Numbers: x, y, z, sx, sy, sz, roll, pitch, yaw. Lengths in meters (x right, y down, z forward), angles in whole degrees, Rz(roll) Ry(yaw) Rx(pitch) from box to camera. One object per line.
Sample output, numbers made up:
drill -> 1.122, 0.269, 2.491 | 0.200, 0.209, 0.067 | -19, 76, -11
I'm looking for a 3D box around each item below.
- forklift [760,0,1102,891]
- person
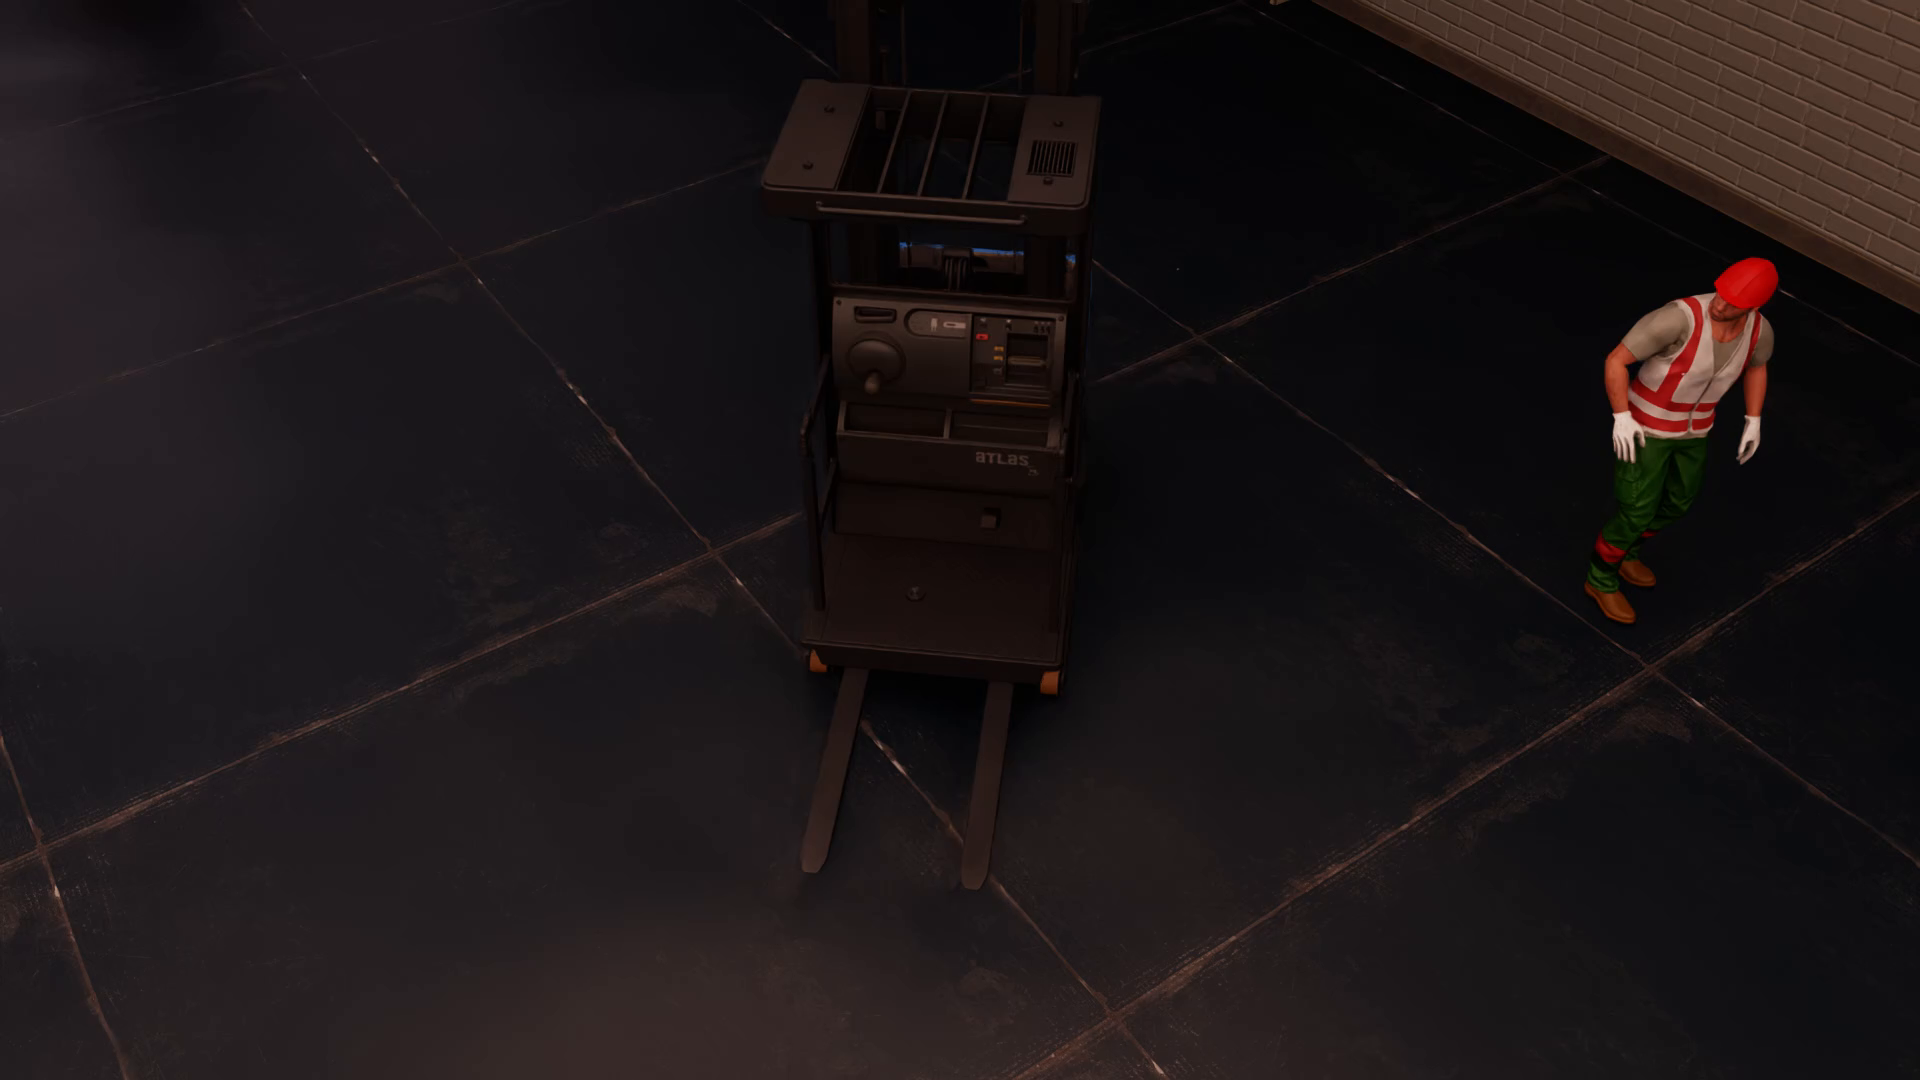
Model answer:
forklift -> -0.070, -0.666, 6.438 | 1.130, 2.935, 3.031 | 5, 43, 5
person -> 3.075, -0.443, 7.068 | 0.745, 1.755, 0.502 | -12, 44, -13
